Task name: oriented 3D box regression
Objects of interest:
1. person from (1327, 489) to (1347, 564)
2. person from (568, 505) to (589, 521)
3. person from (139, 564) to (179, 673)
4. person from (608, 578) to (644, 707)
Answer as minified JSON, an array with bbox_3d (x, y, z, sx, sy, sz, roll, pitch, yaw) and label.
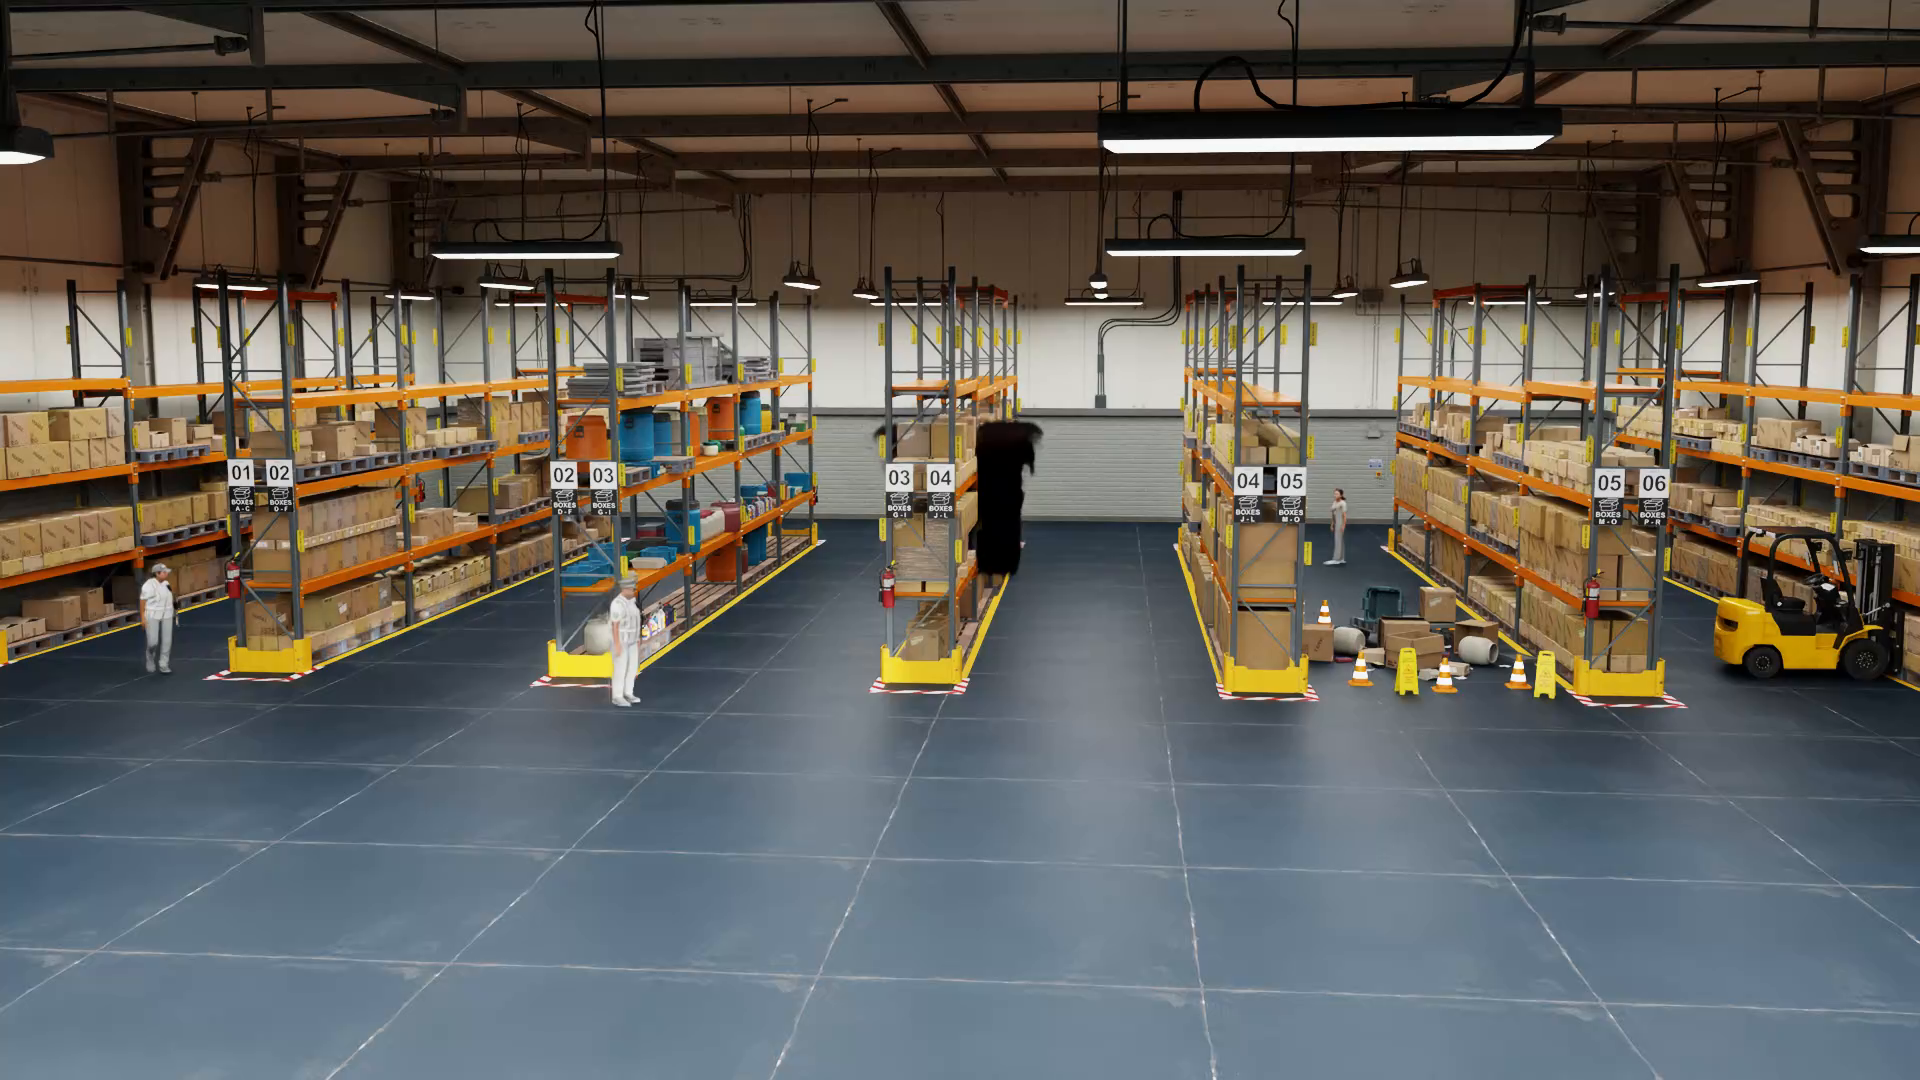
[{"bbox_3d":[8.362,-0.308,36.995,0.425,1.675,0.498,0,7,0],"label":"person"},{"bbox_3d":[-9.590,-0.986,41.995,0.908,1.773,0.678,-3,7,-20],"label":"person"},{"bbox_3d":[-11.972,1.171,24.818,0.522,1.644,0.476,-7,10,-44],"label":"person"},{"bbox_3d":[-4.596,1.386,22.764,0.433,1.758,0.576,3,7,22],"label":"person"}]
